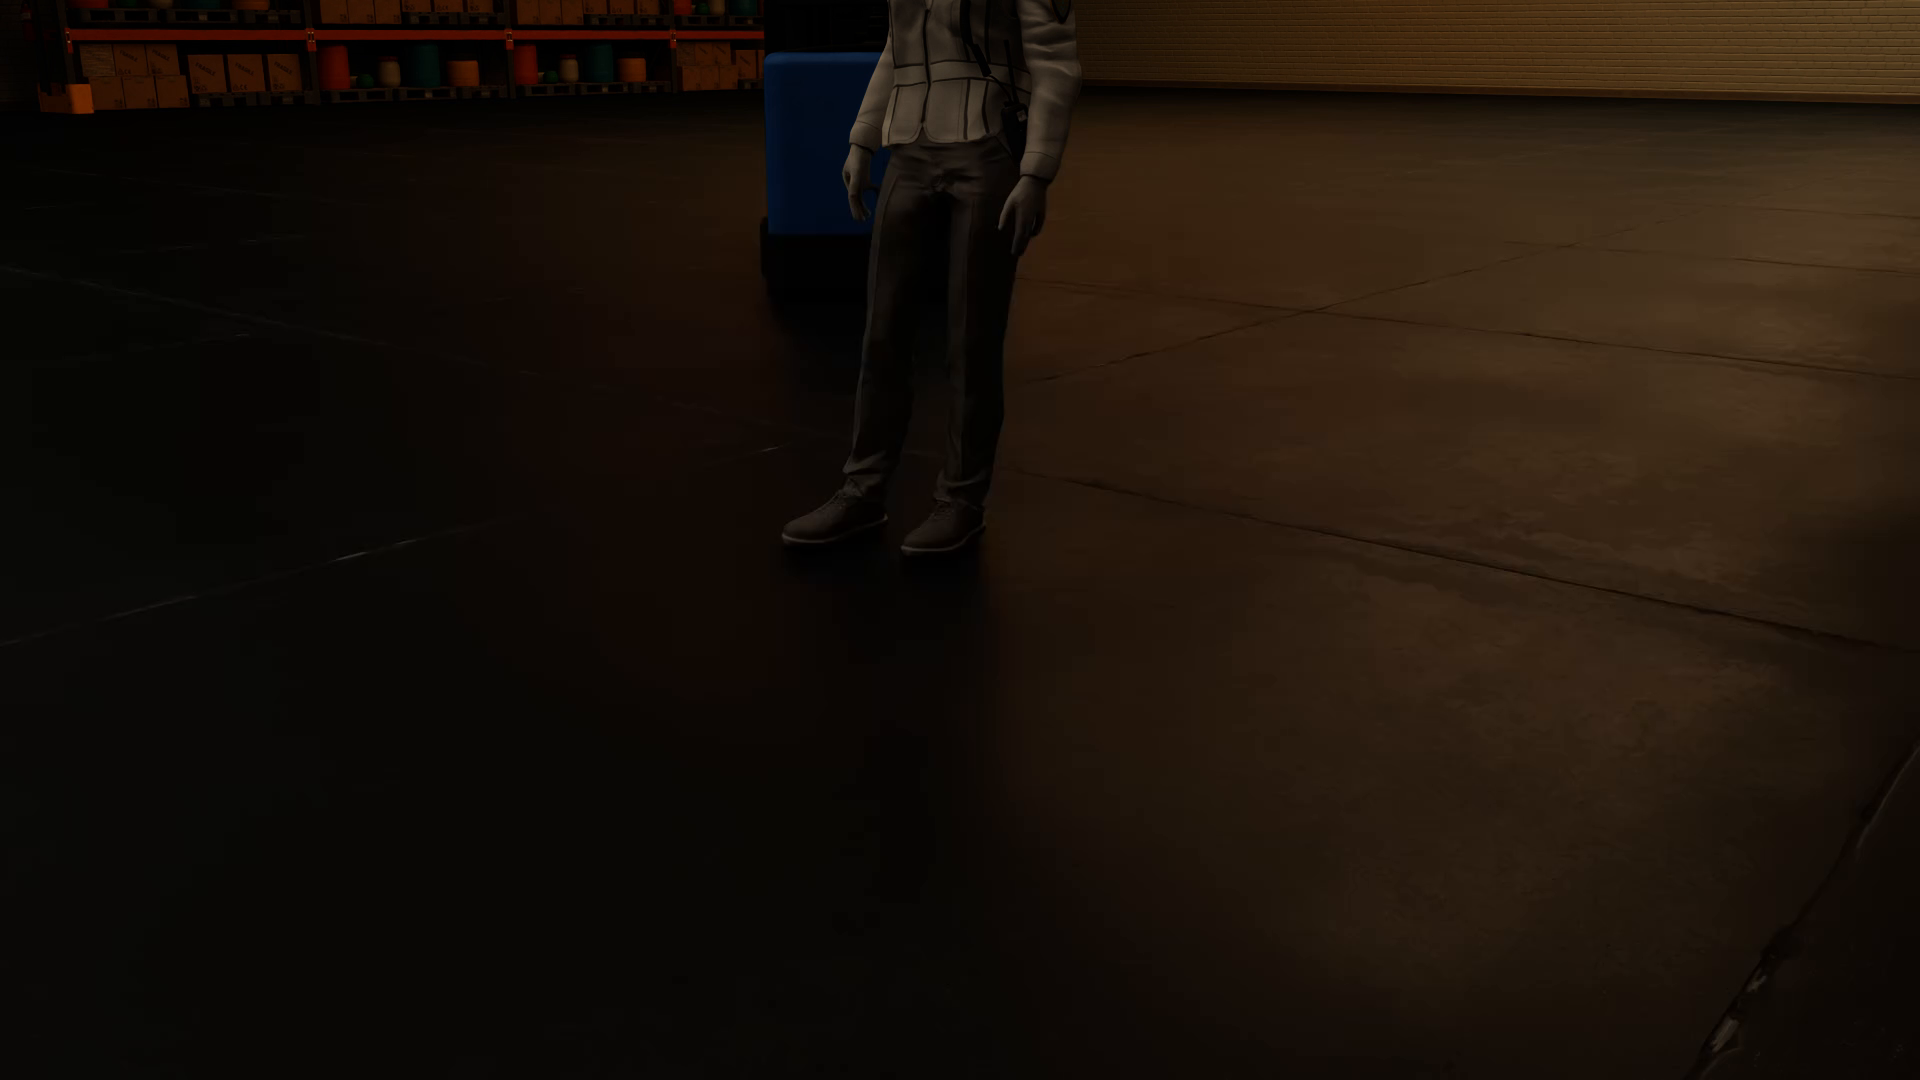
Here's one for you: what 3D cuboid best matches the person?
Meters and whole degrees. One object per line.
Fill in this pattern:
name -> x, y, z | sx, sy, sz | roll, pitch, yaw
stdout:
person -> -0.049, -0.803, 3.647 | 0.586, 1.694, 0.530 | 13, 21, 37

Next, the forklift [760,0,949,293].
forklift -> -0.443, -2.881, 8.386 | 1.130, 2.935, 3.031 | -1, 17, -4
